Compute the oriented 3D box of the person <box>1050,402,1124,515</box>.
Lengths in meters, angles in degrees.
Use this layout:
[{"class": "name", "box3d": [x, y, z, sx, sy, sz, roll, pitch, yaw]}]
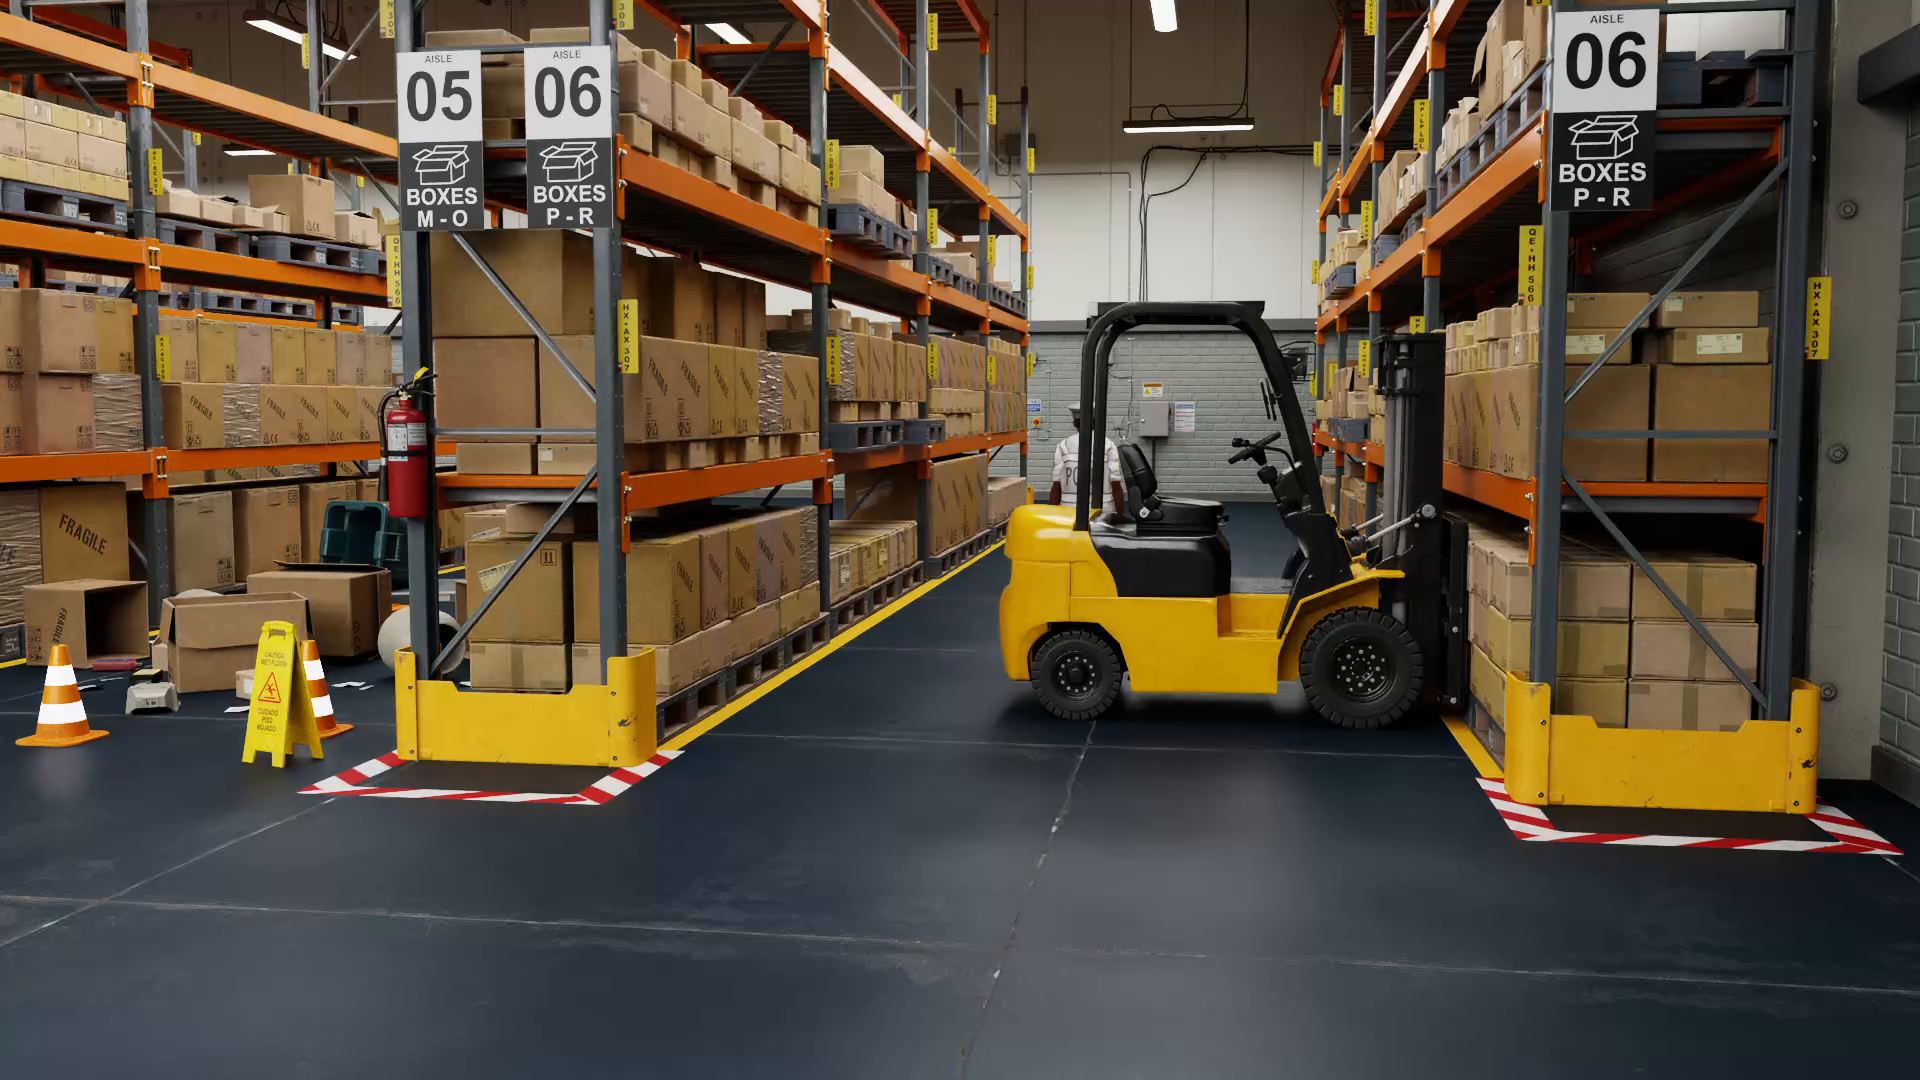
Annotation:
[{"class": "person", "box3d": [0.855, -0.094, 11.069, 0.506, 1.660, 0.415, 1, 5, 9]}]
